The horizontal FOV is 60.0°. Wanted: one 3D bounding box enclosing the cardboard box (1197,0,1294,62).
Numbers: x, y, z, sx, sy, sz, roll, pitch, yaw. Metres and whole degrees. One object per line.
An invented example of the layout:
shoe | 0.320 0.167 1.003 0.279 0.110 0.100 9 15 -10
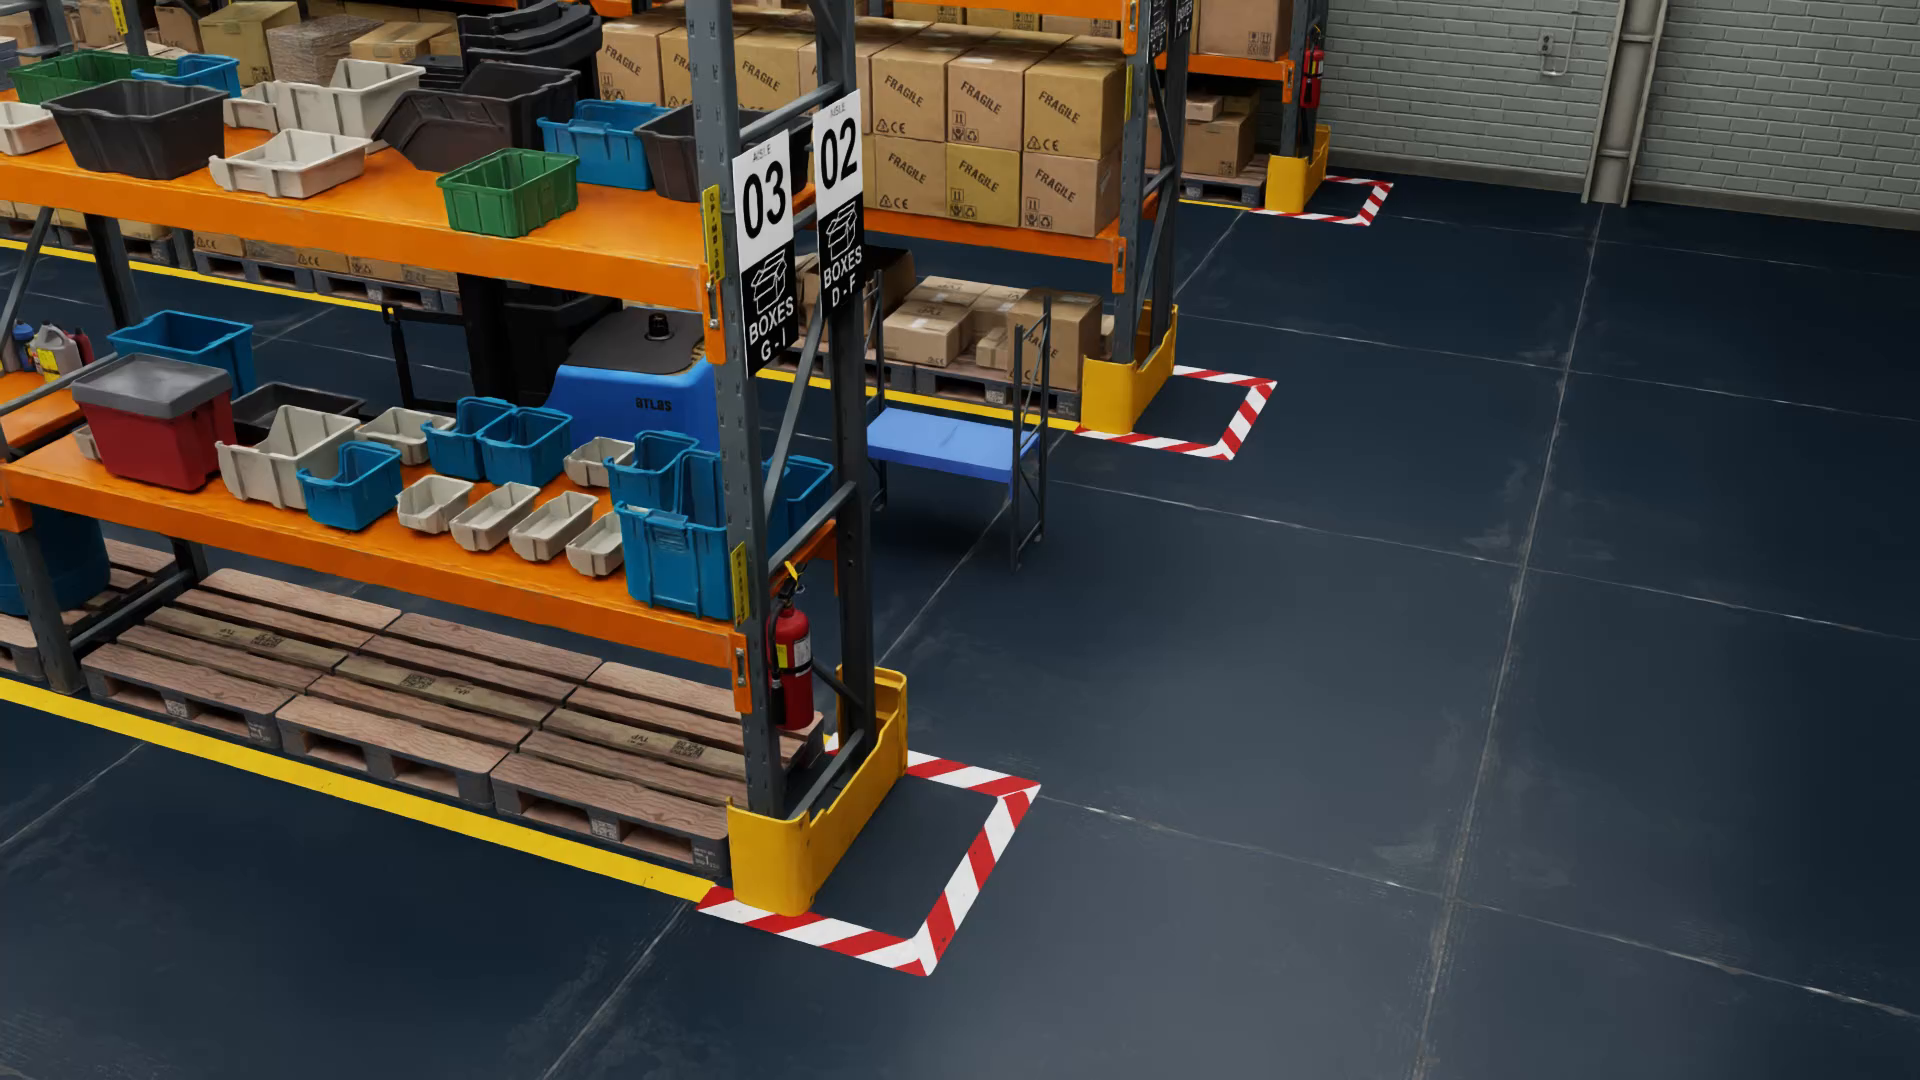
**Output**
cardboard box | 2.617 -4.752 14.805 0.700 0.700 0.980 13 32 21

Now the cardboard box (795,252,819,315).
cardboard box | -1.142 -1.919 12.382 0.500 0.311 0.500 11 31 19

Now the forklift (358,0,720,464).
forklift | -2.815 -1.626 9.648 3.031 2.935 1.130 7 30 12

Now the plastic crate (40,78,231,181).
plastic crate | -3.290 -1.649 6.703 0.590 0.269 0.497 11 31 19

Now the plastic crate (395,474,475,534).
plastic crate | -2.267 -0.141 7.159 0.250 0.136 0.298 11 31 19

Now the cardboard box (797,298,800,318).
cardboard box | -1.359 -1.639 12.034 0.250 0.166 0.380 11 31 19

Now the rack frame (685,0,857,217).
rack frame | -0.631 -2.627 5.252 0.127 3.000 1.000 11 31 19

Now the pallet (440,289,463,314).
pallet | -3.240 -1.932 12.954 1.213 0.211 1.003 11 31 19

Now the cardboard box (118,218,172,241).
cardboard box | -6.758 -2.725 13.890 0.500 0.250 0.500 12 32 20

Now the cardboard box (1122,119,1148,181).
cardboard box | 0.922 -2.519 11.056 0.500 0.500 0.500 12 32 20

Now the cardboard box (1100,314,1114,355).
cardboard box | 0.976 -1.457 11.730 0.250 0.149 0.380 11 31 19

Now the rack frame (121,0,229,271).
rack frame | -6.179 -3.753 13.341 0.127 3.000 1.000 11 31 19

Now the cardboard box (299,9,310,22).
cardboard box | -7.338 -5.727 18.927 0.500 0.500 0.700 12 32 21

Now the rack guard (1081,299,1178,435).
rack guard | 1.164 -1.199 11.362 0.348 0.500 1.175 11 31 19

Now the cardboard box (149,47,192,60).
cardboard box | -6.499 -3.801 13.517 0.500 0.311 0.500 13 32 22

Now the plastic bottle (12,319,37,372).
plastic bottle | -4.845 -1.017 8.632 0.097 0.271 0.097 0 29 0

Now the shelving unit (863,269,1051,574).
shelving unit | -0.079 -0.669 9.409 1.048 1.500 0.538 11 31 19

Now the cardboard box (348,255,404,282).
cardboard box | -4.429 -2.358 12.967 0.500 0.500 0.500 10 31 17

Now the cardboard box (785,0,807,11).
cardboard box | -1.498 -5.209 16.153 0.250 0.149 0.380 12 32 21

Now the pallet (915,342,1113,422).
pallet | 0.425 -1.220 11.694 1.213 0.211 1.003 11 31 19

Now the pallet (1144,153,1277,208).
pallet | 2.323 -3.430 15.605 1.213 0.211 1.003 11 31 19

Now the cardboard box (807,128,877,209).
cardboard box | -0.692 -2.557 11.125 0.500 0.500 0.500 11 31 18

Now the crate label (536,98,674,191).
crate label | -1.365 -1.574 6.589 0.502 0.251 0.408 11 31 19

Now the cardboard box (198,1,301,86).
cardboard box | -5.553 -3.914 13.098 0.500 0.500 0.700 1 30 2

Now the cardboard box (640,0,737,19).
cardboard box | -1.906 -3.516 11.804 0.500 0.500 0.500 11 31 19

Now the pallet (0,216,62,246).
pallet | -8.053 -2.935 14.729 1.213 0.211 1.003 11 31 19

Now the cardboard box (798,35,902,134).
cardboard box | -0.708 -2.990 10.874 0.500 0.500 0.500 12 32 21

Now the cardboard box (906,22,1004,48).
cardboard box | -0.027 -3.142 11.143 0.500 0.500 0.500 12 32 20

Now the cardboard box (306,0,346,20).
cardboard box | -6.928 -5.973 18.601 0.500 0.250 0.500 11 31 18

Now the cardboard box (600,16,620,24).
cardboard box | -3.687 -5.063 17.417 0.750 0.750 0.750 11 31 18

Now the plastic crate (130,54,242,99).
plastic crate | -3.374 -1.965 7.300 0.300 0.233 0.416 11 31 19

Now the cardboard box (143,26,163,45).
cardboard box | -9.501 -6.008 19.780 0.250 0.149 0.380 9 31 15

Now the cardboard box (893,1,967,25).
cardboard box | -0.117 -5.295 15.764 0.700 0.700 0.980 12 32 20

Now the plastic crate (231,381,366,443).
plastic crate | -3.200 -0.577 7.940 0.590 0.125 0.437 11 31 19

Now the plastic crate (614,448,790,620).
plastic crate | -1.012 -0.033 6.663 0.499 0.435 0.616 11 31 19

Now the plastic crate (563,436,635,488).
plastic crate | -1.631 -0.345 7.518 0.298 0.136 0.250 11 31 19

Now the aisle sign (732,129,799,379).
aisle sign | -0.675 -1.000 5.828 0.004 0.787 0.394 11 31 19

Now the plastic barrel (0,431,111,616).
plastic barrel | -4.836 -0.133 8.642 0.708 0.901 0.600 11 31 19

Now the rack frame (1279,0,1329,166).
rack frame | 3.093 -4.532 14.720 0.127 3.000 1.000 11 31 19

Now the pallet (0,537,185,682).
pallet | -5.037 0.297 9.009 1.213 0.211 1.003 11 31 19

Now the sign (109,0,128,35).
sign | -6.384 -4.003 12.607 0.005 0.325 0.100 11 31 19

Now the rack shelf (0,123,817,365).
rack shelf | -2.485 -1.378 6.821 4.000 0.370 1.077 11 31 19

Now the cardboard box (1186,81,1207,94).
cardboard box | 2.129 -4.154 15.506 0.250 0.149 0.380 11 31 19

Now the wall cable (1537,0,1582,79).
wall cable | 4.636 -5.169 14.814 1.851 1.984 0.084 11 31 19
